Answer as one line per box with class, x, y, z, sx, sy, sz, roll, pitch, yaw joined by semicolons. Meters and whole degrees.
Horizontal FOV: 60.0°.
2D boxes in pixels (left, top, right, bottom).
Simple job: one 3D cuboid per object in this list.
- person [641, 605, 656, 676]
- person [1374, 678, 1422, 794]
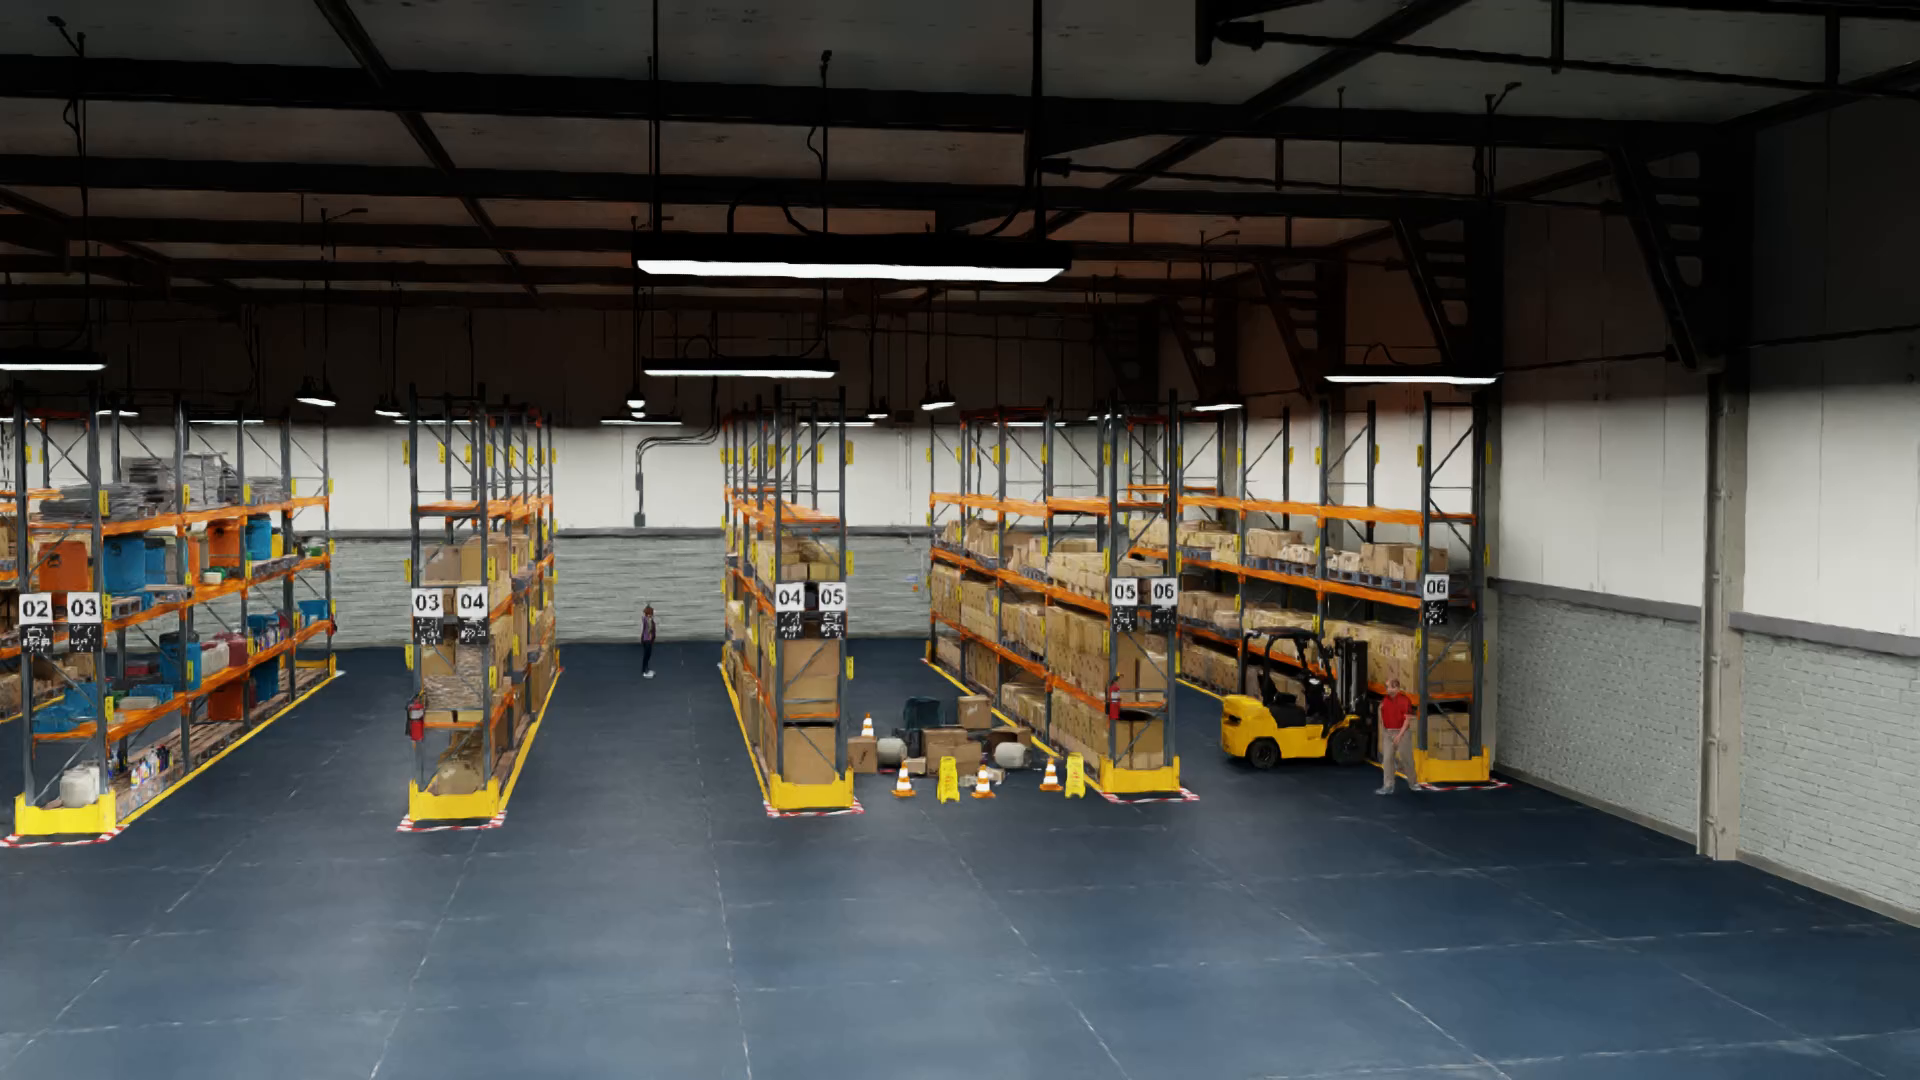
person;-7.077;2.276;37.744;0.346;1.597;0.538;-1;3;-26
person;6.499;2.894;24.654;0.718;1.713;0.569;-2;4;-40
